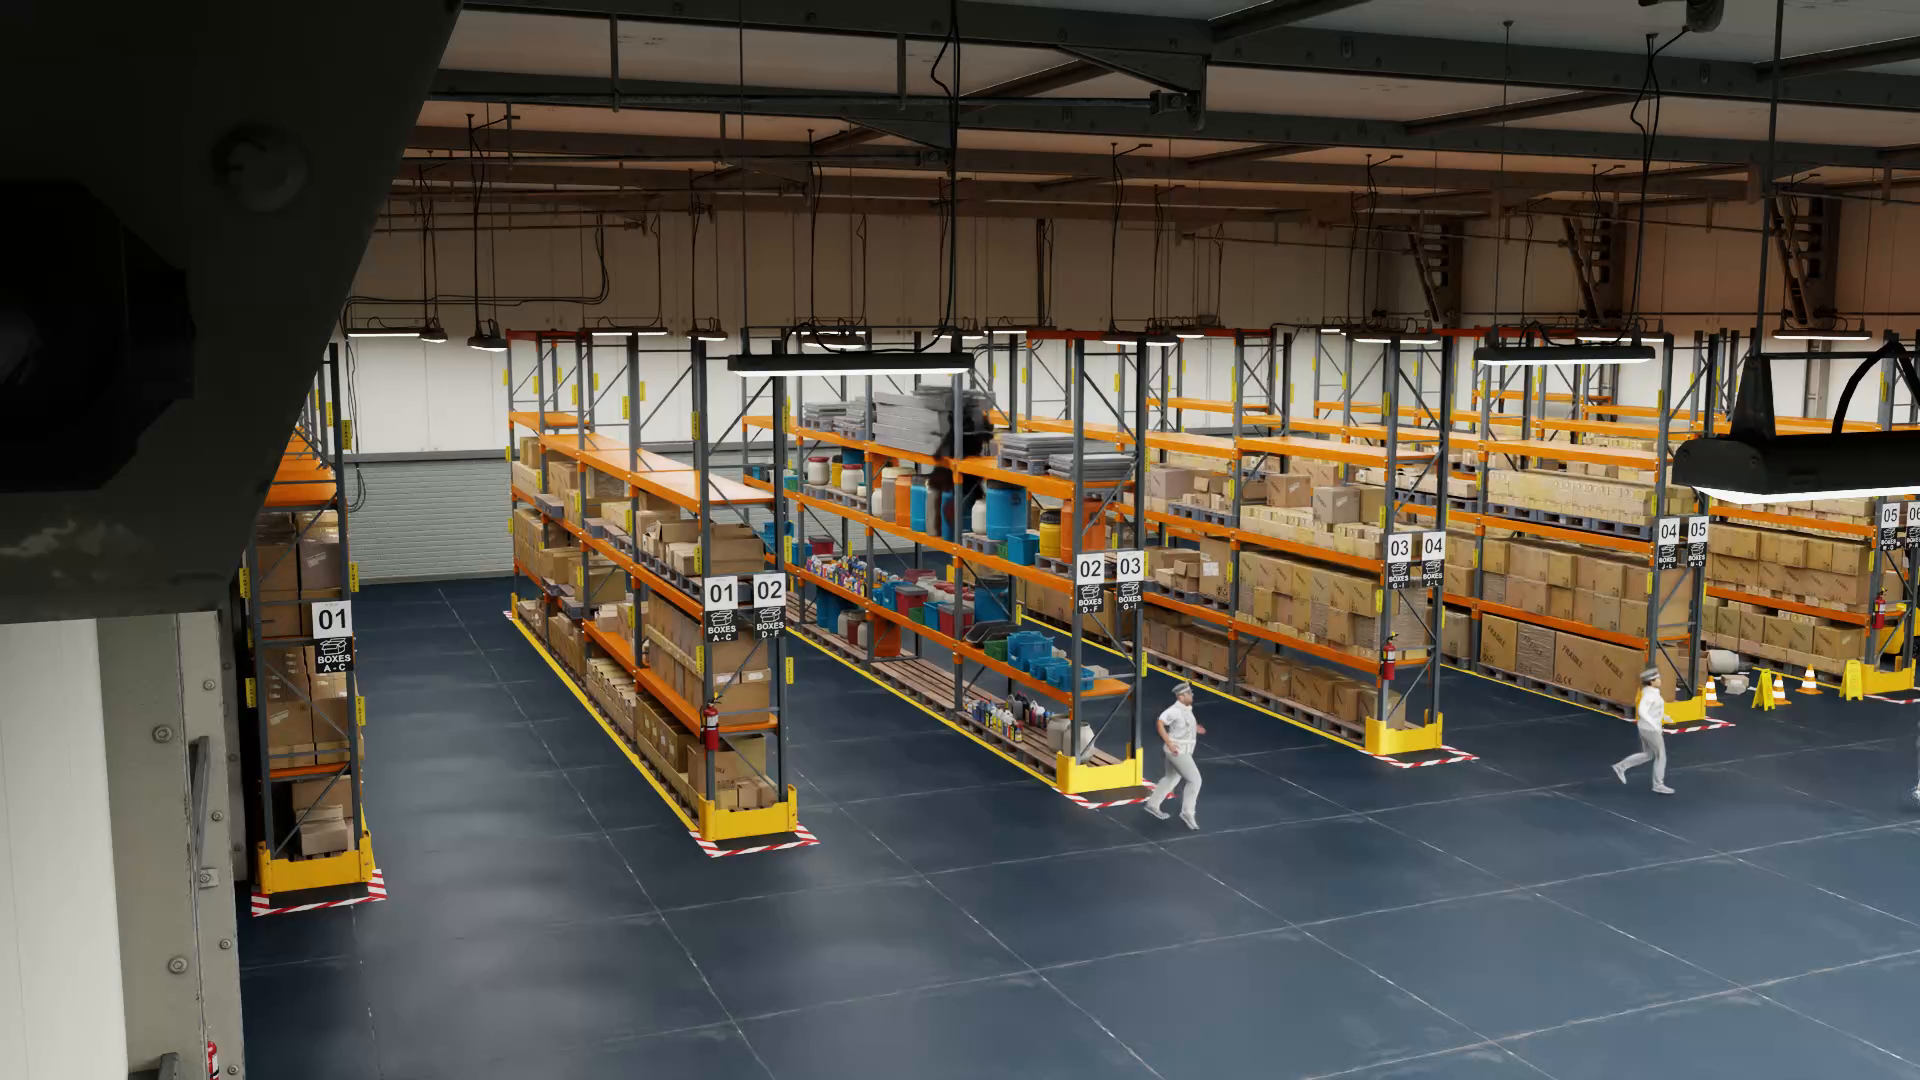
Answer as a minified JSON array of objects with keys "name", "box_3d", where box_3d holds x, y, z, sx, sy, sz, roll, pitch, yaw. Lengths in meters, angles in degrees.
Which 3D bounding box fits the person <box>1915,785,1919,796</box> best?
[{"name":"person","box_3d":[12.657,2.674,21.138,0.817,1.573,0.547,2,8,13]}]

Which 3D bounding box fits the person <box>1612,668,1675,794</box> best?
[{"name":"person","box_3d":[9.100,2.511,22.012,0.764,1.682,0.637,2,8,16]}]

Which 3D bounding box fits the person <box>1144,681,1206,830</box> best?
[{"name":"person","box_3d":[2.681,2.662,20.735,0.745,1.859,0.662,1,8,10]}]
